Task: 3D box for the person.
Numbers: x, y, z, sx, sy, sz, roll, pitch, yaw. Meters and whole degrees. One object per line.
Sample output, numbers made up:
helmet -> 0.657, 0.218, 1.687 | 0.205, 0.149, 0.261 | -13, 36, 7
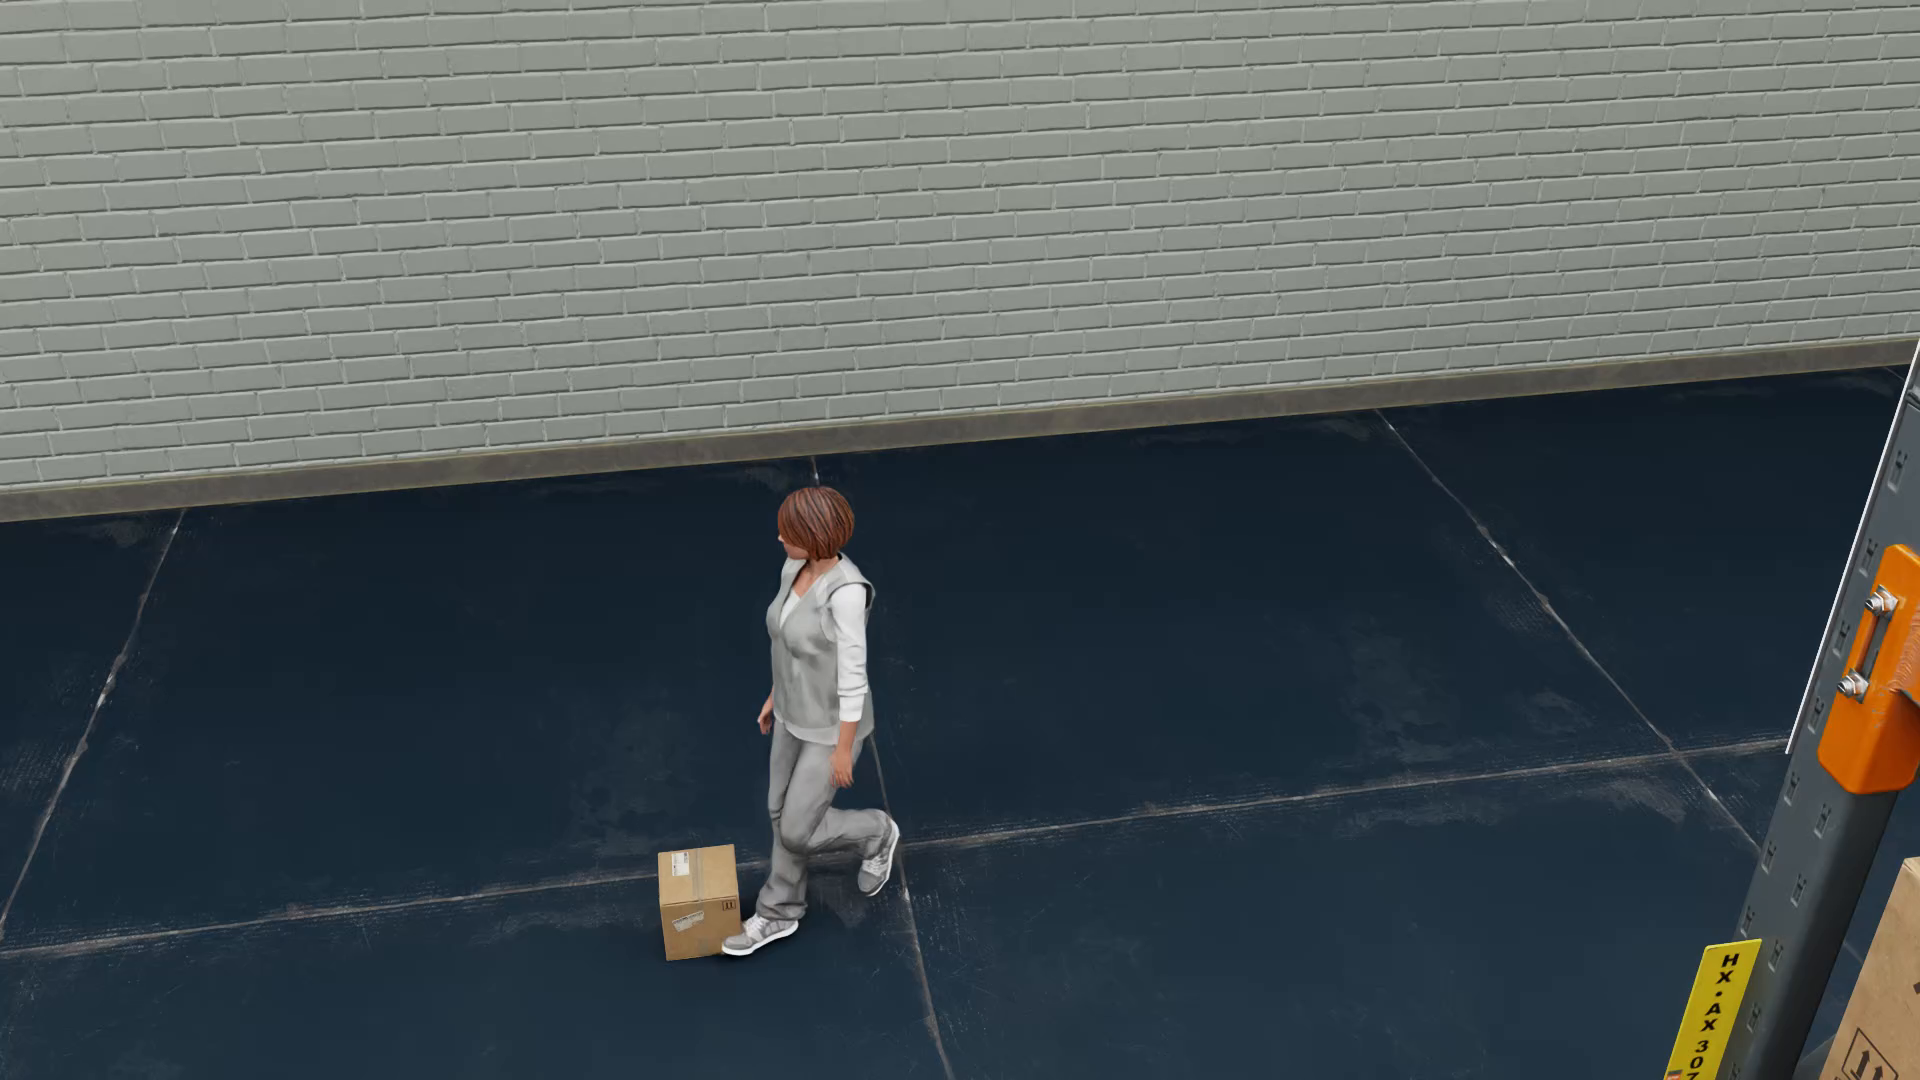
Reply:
person -> -0.506, 0.586, 5.161 | 0.642, 1.578, 0.485 | -17, 35, -26
